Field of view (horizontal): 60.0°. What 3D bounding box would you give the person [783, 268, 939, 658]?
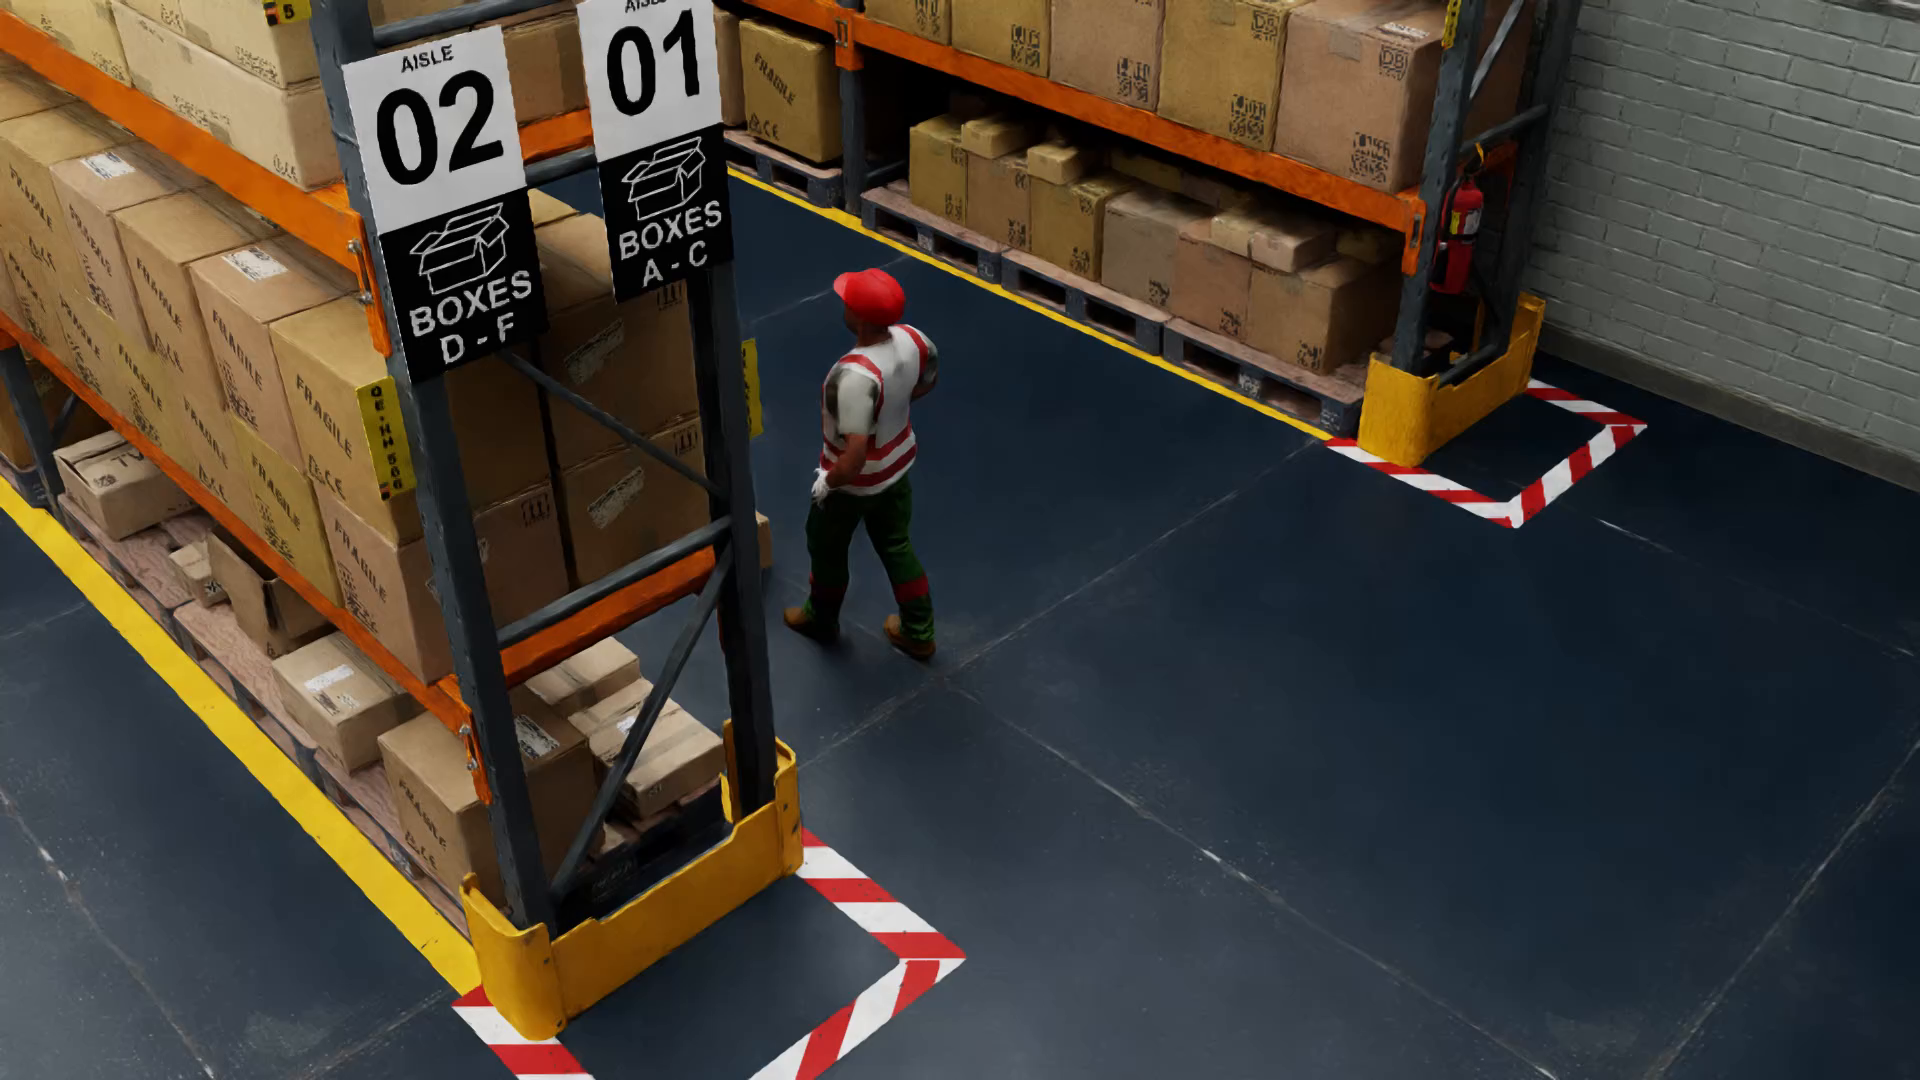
[{"bbox_3d":[-0.452,-0.300,6.556,0.710,1.794,0.709,23,41,29],"label":"person"}]
